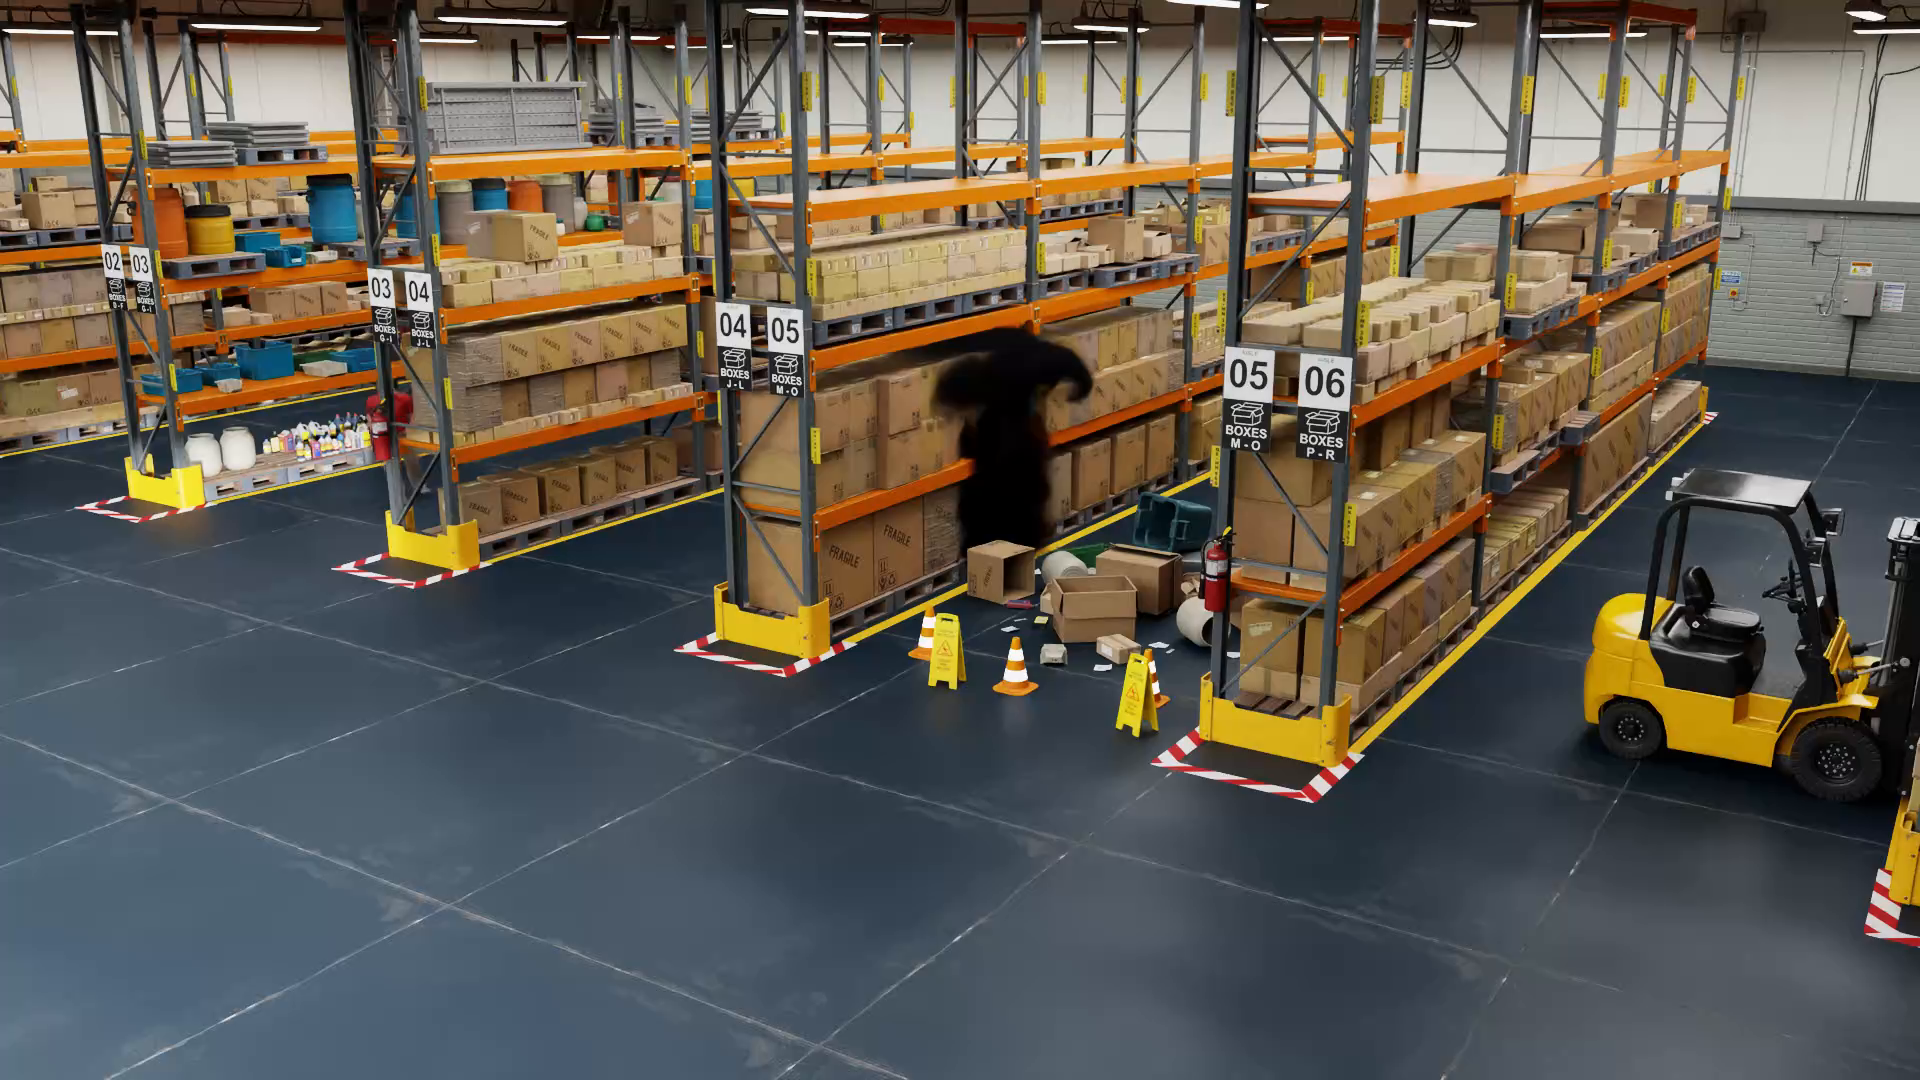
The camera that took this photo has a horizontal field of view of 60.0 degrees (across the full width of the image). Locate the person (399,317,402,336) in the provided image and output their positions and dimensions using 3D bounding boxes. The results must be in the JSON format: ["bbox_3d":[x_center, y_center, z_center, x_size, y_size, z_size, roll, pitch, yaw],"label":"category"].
[{"bbox_3d":[-11.016,-4.756,33.250,0.546,1.594,0.887,6,17,21],"label":"person"}]

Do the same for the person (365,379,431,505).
[{"bbox_3d":[-7.043,-1.281,20.805,0.677,1.673,0.794,-5,16,-16],"label":"person"}]

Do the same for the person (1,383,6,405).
[{"bbox_3d":[-15.567,-2.837,26.478,0.590,1.613,0.745,-5,16,-16],"label":"person"}]
